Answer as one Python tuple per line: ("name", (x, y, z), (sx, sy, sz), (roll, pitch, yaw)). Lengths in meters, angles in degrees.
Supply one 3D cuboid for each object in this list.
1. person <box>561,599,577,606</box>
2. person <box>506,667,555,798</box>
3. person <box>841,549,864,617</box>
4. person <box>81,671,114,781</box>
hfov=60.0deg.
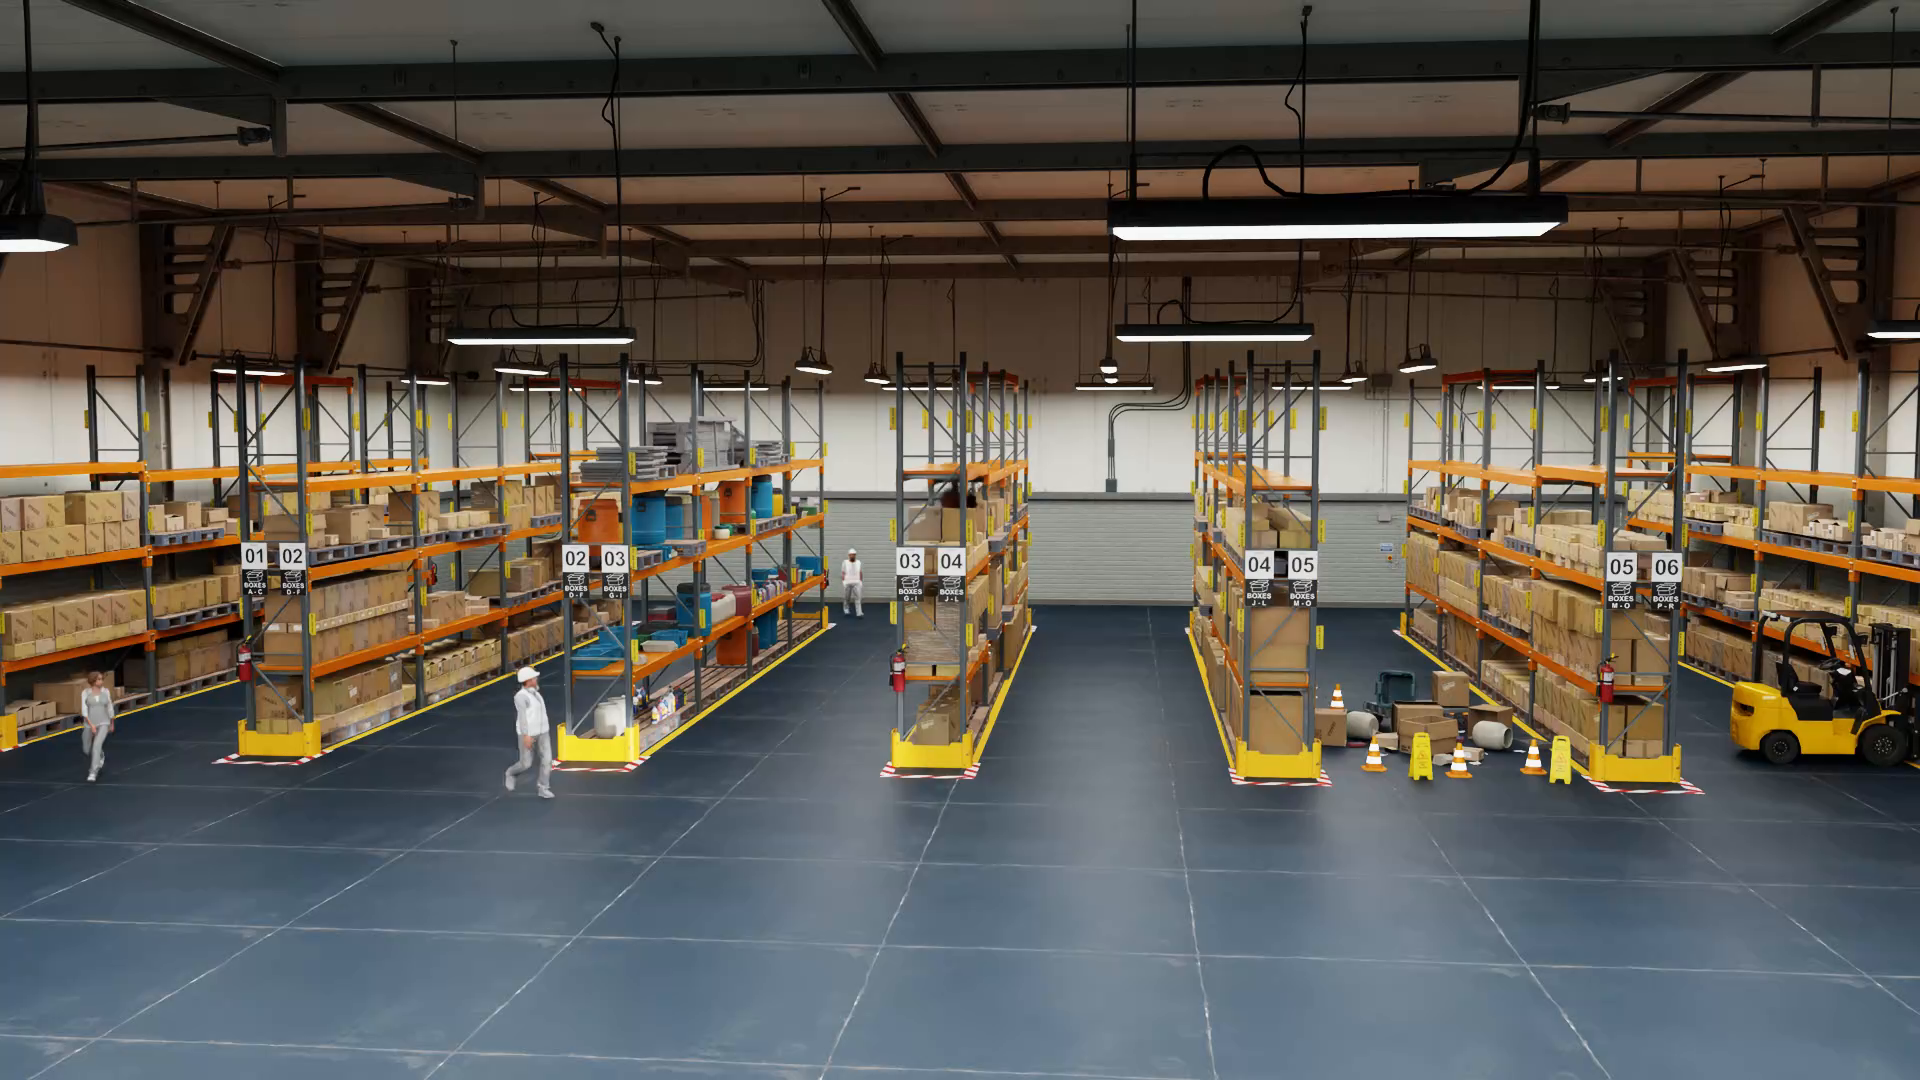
("person", (-9.960, 1.165, 42.348), (0.660, 1.738, 0.786), (0, 4, 2))
("person", (-5.733, 2.551, 22.147), (0.732, 1.737, 0.514), (4, 5, 42))
("person", (-2.740, 1.097, 42.538), (0.587, 1.729, 1.092), (-1, 4, -18))
("person", (-12.150, 2.650, 23.370), (0.378, 1.388, 0.960), (-1, 4, -12))
